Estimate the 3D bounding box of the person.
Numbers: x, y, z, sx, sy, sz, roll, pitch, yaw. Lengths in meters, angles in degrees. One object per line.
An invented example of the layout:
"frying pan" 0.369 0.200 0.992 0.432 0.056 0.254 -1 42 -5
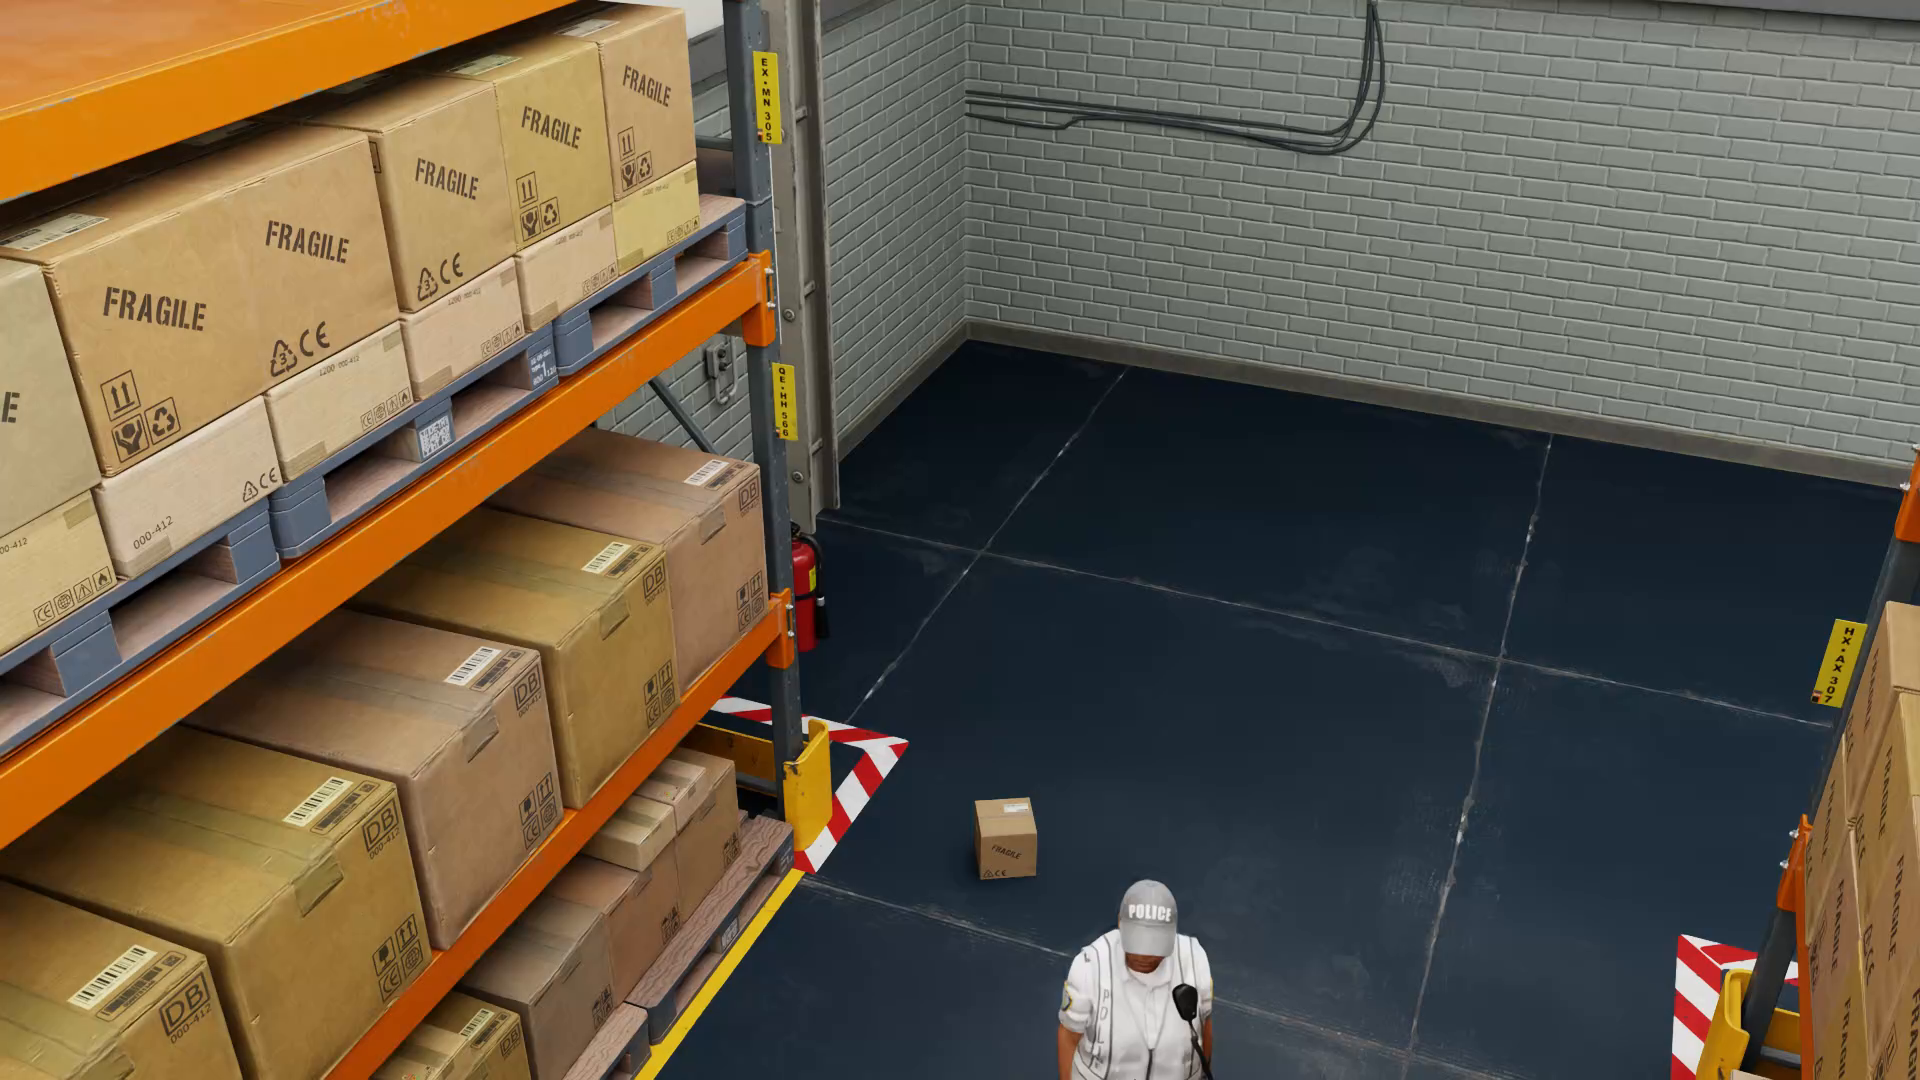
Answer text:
"person" 0.558 1.794 5.252 0.511 1.707 0.474 0 30 -1
